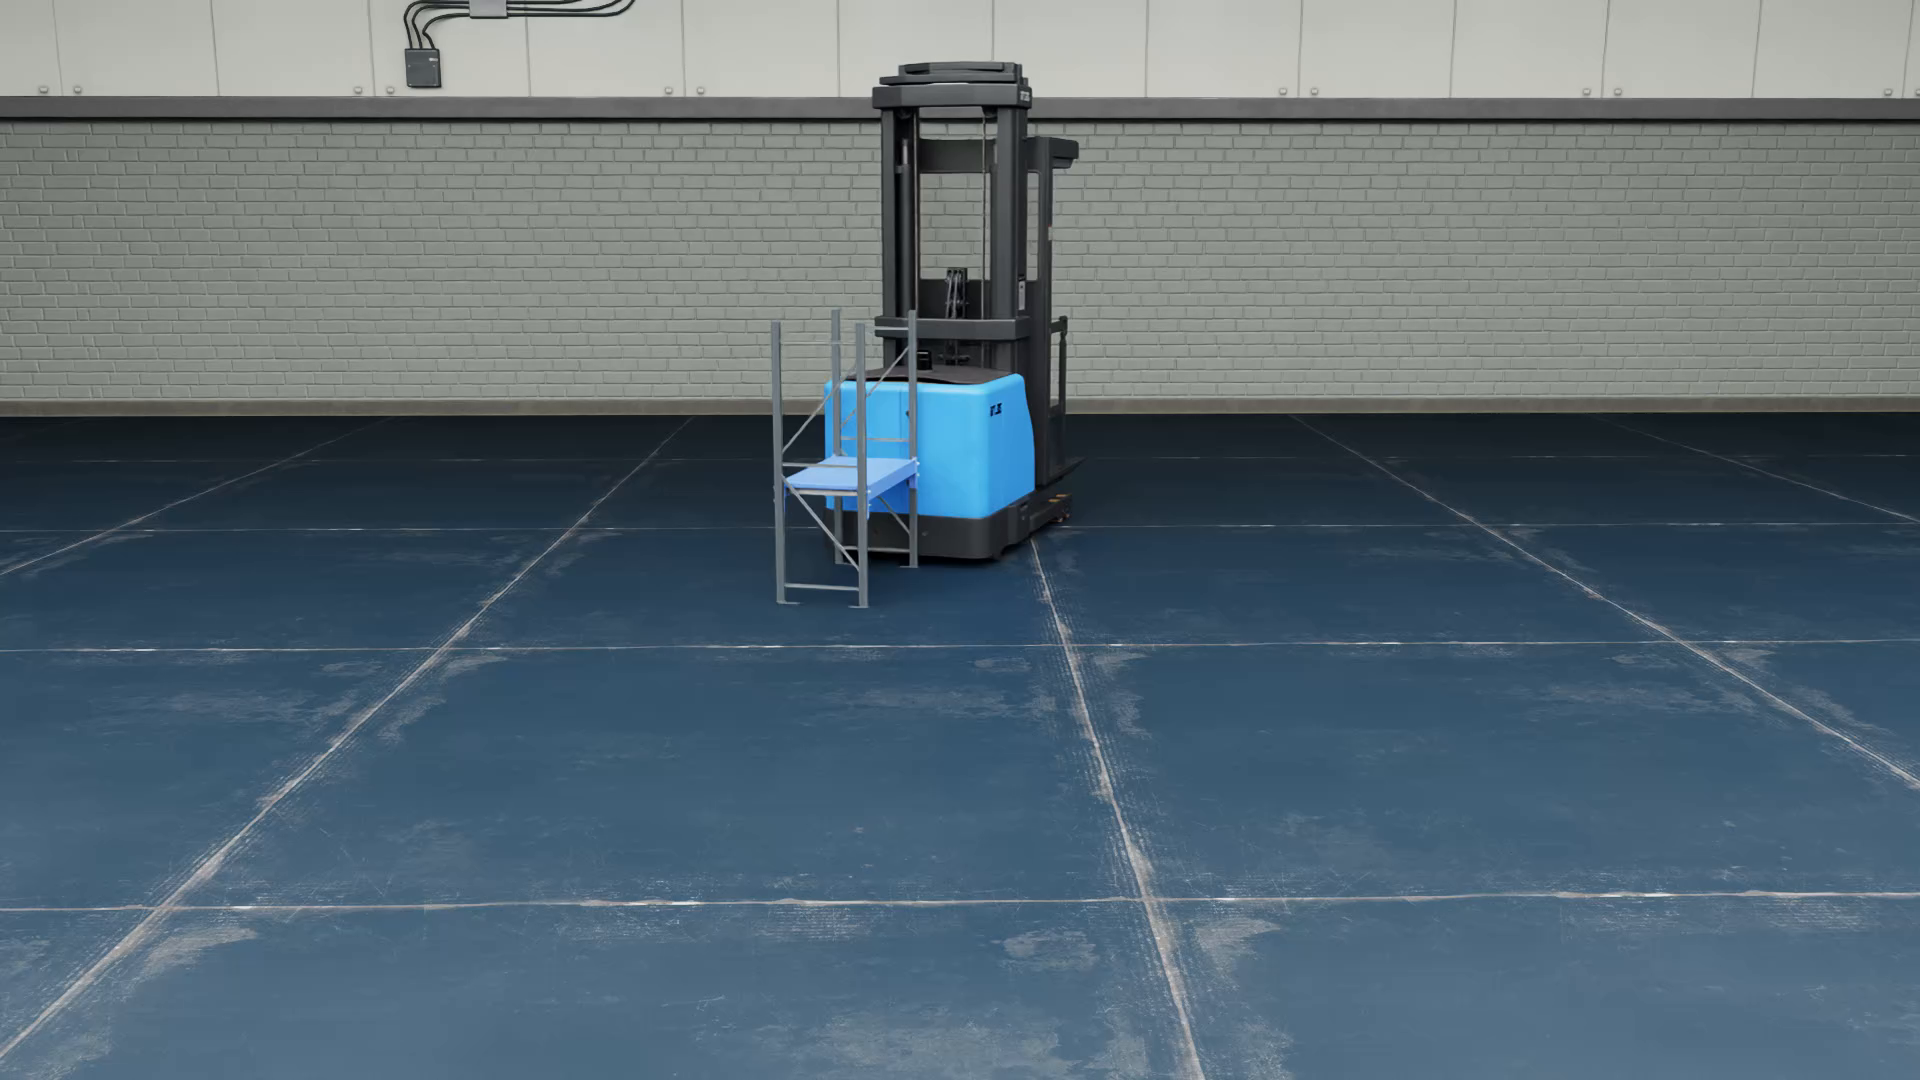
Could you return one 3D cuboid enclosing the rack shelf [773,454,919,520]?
[{"bbox_3d":[-0.611,-0.305,9.197,0.538,0.185,1.000,3,12,13],"label":"rack shelf"}]

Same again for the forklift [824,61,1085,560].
[{"bbox_3d":[0.133,-1.568,10.918,1.130,2.935,3.031,4,12,18],"label":"forklift"}]

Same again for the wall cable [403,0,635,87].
[{"bbox_3d":[-4.175,-7.324,15.476,2.305,6.003,0.169,0,11,-1],"label":"wall cable"}]

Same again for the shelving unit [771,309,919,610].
[{"bbox_3d":[-0.611,-0.482,9.161,0.538,1.500,1.048,3,12,13],"label":"shelving unit"}]

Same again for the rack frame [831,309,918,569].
[{"bbox_3d":[-0.493,-0.580,9.646,0.500,1.500,0.032,3,12,13],"label":"rack frame"}]

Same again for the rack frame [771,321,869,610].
[{"bbox_3d":[-0.730,-0.383,8.677,0.500,1.500,0.032,3,12,13],"label":"rack frame"}]
